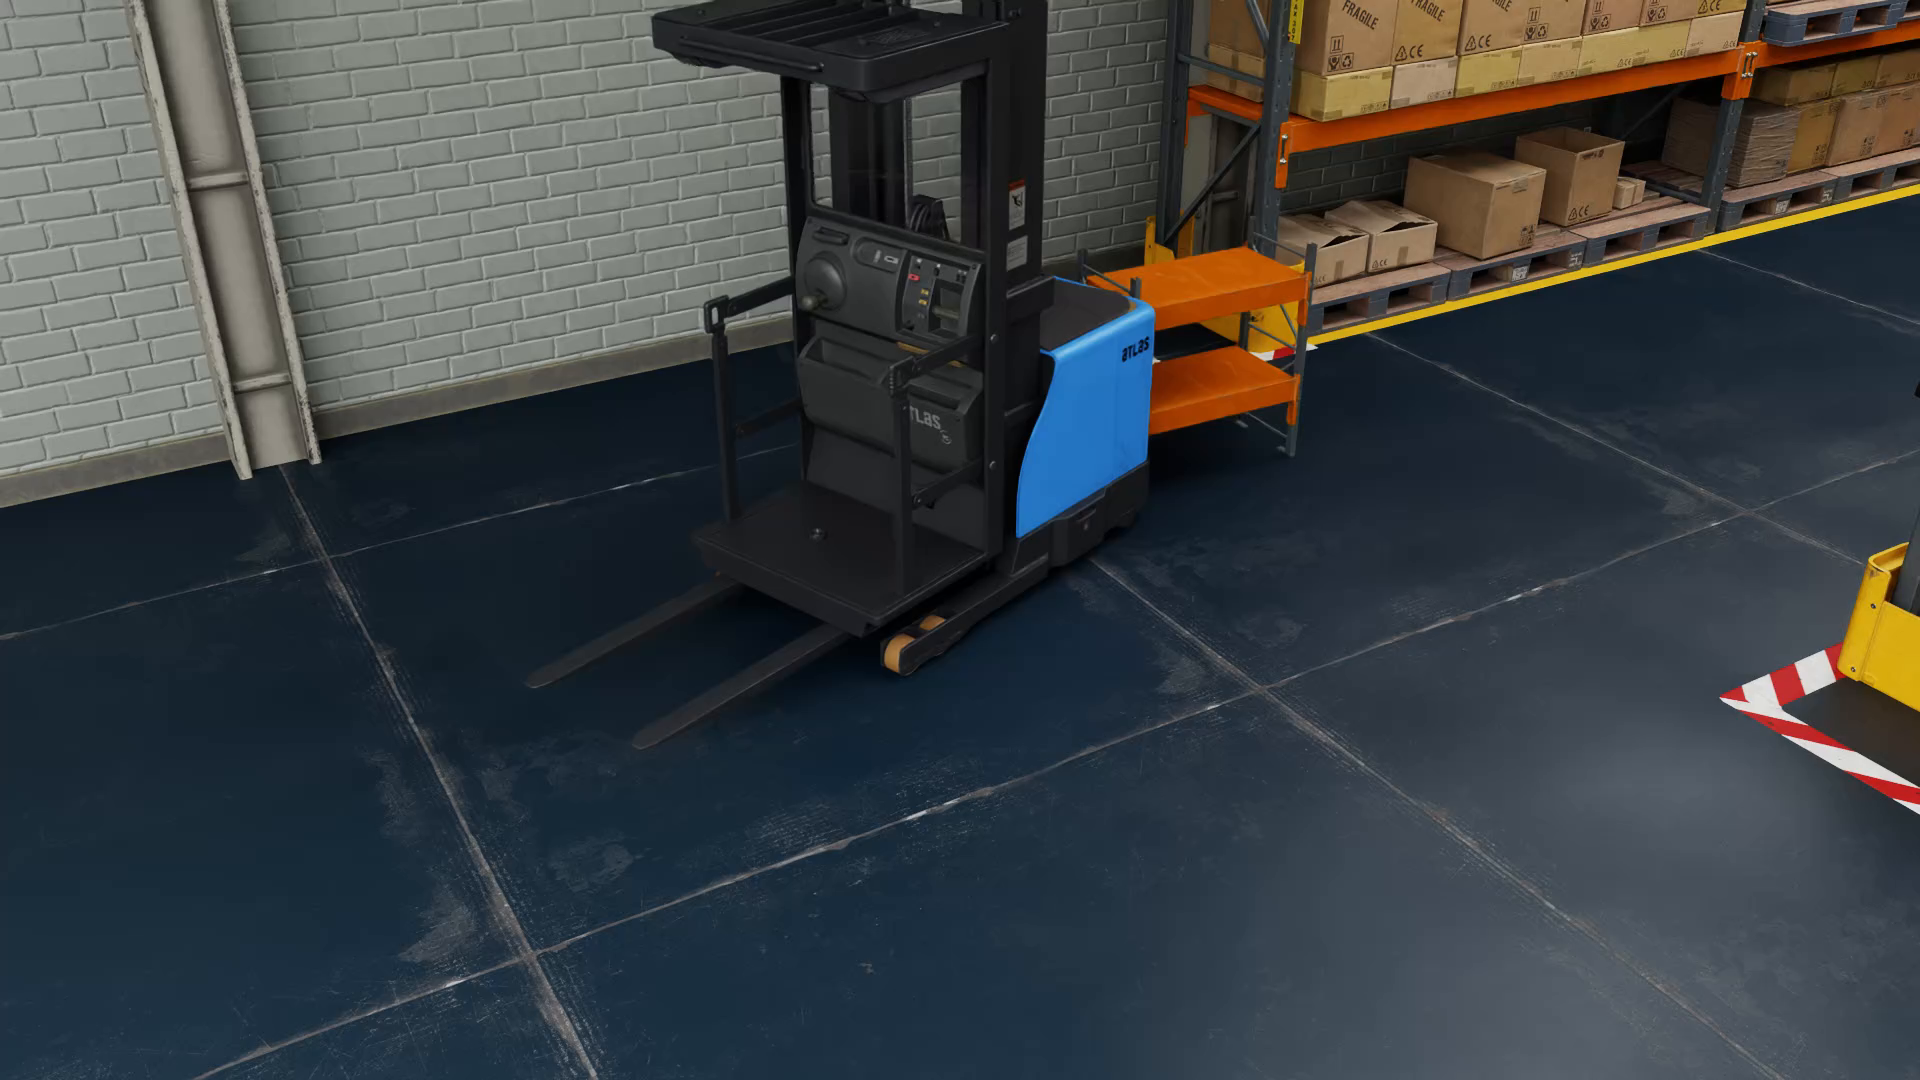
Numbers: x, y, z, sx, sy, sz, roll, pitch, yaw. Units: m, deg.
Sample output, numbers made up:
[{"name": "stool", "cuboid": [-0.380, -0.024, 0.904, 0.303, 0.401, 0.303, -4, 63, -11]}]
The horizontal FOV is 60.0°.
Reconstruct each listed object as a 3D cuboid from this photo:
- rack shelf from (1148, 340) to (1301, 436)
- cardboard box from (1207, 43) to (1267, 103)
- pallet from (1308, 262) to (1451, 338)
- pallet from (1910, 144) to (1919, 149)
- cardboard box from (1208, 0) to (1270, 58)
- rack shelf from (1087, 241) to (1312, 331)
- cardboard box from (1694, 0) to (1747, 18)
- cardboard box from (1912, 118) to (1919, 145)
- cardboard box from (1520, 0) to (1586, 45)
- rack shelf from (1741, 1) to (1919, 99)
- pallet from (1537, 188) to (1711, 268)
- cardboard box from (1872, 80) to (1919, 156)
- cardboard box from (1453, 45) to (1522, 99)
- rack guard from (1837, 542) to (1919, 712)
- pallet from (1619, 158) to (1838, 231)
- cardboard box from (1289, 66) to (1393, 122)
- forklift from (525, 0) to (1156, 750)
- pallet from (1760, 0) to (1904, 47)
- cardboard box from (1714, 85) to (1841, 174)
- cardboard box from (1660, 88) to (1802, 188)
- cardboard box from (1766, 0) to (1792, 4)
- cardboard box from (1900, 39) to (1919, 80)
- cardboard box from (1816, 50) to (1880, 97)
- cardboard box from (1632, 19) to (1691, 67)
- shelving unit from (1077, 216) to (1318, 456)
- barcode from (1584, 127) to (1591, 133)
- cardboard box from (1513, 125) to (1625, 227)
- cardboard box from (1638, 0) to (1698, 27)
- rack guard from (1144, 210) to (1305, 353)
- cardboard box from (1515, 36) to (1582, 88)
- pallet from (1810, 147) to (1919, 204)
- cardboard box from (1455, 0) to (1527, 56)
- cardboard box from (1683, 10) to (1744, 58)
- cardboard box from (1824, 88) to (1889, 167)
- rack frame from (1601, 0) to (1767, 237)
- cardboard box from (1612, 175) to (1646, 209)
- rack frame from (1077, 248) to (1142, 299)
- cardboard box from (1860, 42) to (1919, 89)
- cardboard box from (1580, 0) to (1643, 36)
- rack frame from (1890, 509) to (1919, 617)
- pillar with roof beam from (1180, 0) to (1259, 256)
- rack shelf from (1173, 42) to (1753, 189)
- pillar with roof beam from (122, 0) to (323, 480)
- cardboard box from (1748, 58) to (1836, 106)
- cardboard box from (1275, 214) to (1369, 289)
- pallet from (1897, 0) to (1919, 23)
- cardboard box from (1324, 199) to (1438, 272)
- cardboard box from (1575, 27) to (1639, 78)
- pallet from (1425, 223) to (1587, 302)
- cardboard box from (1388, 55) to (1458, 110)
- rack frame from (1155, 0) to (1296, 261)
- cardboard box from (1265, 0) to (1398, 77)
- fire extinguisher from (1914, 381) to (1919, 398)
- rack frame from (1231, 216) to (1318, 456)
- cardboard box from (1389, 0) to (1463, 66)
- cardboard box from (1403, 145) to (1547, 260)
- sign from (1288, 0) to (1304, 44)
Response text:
[{"name": "rack shelf", "cuboid": [1.141, -0.700, 8.360, 1.000, 0.278, 0.538, -15, 32, -25]}, {"name": "cardboard box", "cuboid": [1.819, -2.800, 9.855, 0.500, 0.250, 0.500, -15, 32, -26]}, {"name": "pallet", "cuboid": [2.298, -1.644, 10.511, 1.213, 0.211, 1.003, -16, 33, -26]}, {"name": "pallet", "cuboid": [7.737, -3.209, 13.346, 1.213, 0.211, 1.003, -16, 33, -26]}, {"name": "cardboard box", "cuboid": [1.813, -3.138, 9.689, 0.500, 0.500, 0.500, -16, 33, -27]}, {"name": "rack shelf", "cuboid": [1.141, -1.170, 8.100, 1.000, 0.278, 0.538, -15, 32, -25]}, {"name": "cardboard box", "cuboid": [4.712, -3.668, 10.651, 0.500, 0.500, 0.500, -16, 33, -26]}, {"name": "cardboard box", "cuboid": [7.314, -3.443, 13.016, 0.500, 0.500, 0.700, -16, 33, -26]}, {"name": "cardboard box", "cuboid": [3.397, -3.297, 9.979, 0.500, 0.500, 0.500, -15, 32, -25]}, {"name": "rack shelf", "cuboid": [6.687, -3.816, 12.305, 4.000, 0.370, 1.077, -16, 33, -26]}, {"name": "pallet", "cuboid": [4.402, -2.241, 11.593, 1.213, 0.211, 1.003, -16, 33, -26]}, {"name": "cardboard box", "cuboid": [6.900, -3.310, 12.774, 0.500, 0.500, 0.700, -16, 33, -27]}, {"name": "cardboard box", "cuboid": [2.978, -2.848, 9.940, 0.500, 0.250, 0.500, -16, 33, -27]}, {"name": "rack guard", "cuboid": [4.006, 0.501, 6.325, 0.348, 0.500, 1.175, -16, 33, -26]}, {"name": "pallet", "cuboid": [5.633, -2.612, 12.264, 1.213, 0.211, 1.003, -16, 33, -26]}, {"name": "cardboard box", "cuboid": [2.096, -2.592, 9.478, 0.500, 0.250, 0.500, -17, 33, -28]}, {"name": "forklift", "cuboid": [-0.432, -1.006, 6.540, 1.130, 2.935, 3.031, 22, 36, 34]}, {"name": "pallet", "cuboid": [5.696, -3.684, 11.519, 1.213, 0.211, 1.003, -16, 33, -26]}, {"name": "cardboard box", "cuboid": [6.009, -3.074, 12.347, 0.500, 0.500, 0.700, -17, 33, -27]}, {"name": "cardboard box", "cuboid": [5.589, -2.927, 12.080, 0.500, 0.500, 0.700, -15, 32, -25]}, {"name": "cardboard box", "cuboid": [5.419, -3.988, 11.313, 0.500, 0.500, 0.700, -16, 33, -26]}, {"name": "cardboard box", "cuboid": [7.294, -3.736, 12.770, 0.500, 0.250, 0.500, -15, 32, -25]}, {"name": "cardboard box", "cuboid": [6.414, -3.493, 12.331, 0.500, 0.250, 0.500, -17, 33, -28]}, {"name": "cardboard box", "cuboid": [4.274, -3.224, 10.621, 0.500, 0.250, 0.500, -16, 33, -26]}, {"name": "shelving unit", "cuboid": [1.141, -0.914, 8.242, 1.048, 1.125, 0.538, -15, 32, -25]}, {"name": "barcode", "cuboid": [4.376, -2.847, 11.606, 0.075, 0.075, 0.001, -16, 33, -26]}, {"name": "cardboard box", "cuboid": [4.088, -2.469, 11.251, 0.500, 0.500, 0.500, -19, 34, -30]}, {"name": "cardboard box", "cuboid": [4.285, -3.544, 10.425, 0.500, 0.500, 0.500, -16, 33, -27]}, {"name": "rack guard", "cuboid": [1.580, -1.586, 10.107, 0.348, 0.500, 1.175, -16, 33, -26]}, {"name": "cardboard box", "cuboid": [3.415, -2.971, 10.163, 0.500, 0.250, 0.500, -16, 32, -26]}, {"name": "pallet", "cuboid": [6.686, -2.912, 12.809, 1.213, 0.211, 1.003, -16, 33, -26]}, {"name": "cardboard box", "cuboid": [2.958, -3.166, 9.741, 0.500, 0.500, 0.500, -17, 33, -28]}, {"name": "cardboard box", "cuboid": [4.708, -3.342, 10.836, 0.500, 0.250, 0.500, -16, 33, -26]}, {"name": "cardboard box", "cuboid": [6.470, -3.182, 12.543, 0.500, 0.500, 0.700, -15, 32, -26]}, {"name": "rack frame", "cuboid": [4.963, -3.641, 11.244, 0.127, 3.000, 1.000, -16, 33, -26]}, {"name": "cardboard box", "cuboid": [4.517, -2.450, 11.562, 0.250, 0.166, 0.380, -21, 35, -33]}, {"name": "rack frame", "cuboid": [0.695, -0.796, 8.029, 0.032, 1.125, 0.500, -15, 32, -25]}, {"name": "cardboard box", "cuboid": [6.853, -3.608, 12.538, 0.500, 0.250, 0.500, -16, 33, -27]}, {"name": "cardboard box", "cuboid": [3.845, -3.425, 10.210, 0.500, 0.500, 0.500, -17, 33, -28]}, {"name": "rack frame", "cuboid": [4.027, -0.599, 5.732, 0.127, 3.000, 1.000, -16, 33, -26]}, {"name": "pillar with roof beam", "cuboid": [3.860, -4.027, 5.734, 0.400, 9.000, 9.100, -16, 33, -26]}, {"name": "rack shelf", "cuboid": [3.239, -2.837, 10.530, 4.000, 0.370, 1.077, -16, 33, -26]}, {"name": "pillar with roof beam", "cuboid": [-1.313, -2.558, 3.072, 0.400, 9.000, 9.100, -16, 33, -26]}, {"name": "cardboard box", "cuboid": [5.967, -3.364, 12.097, 0.500, 0.250, 0.500, -17, 33, -27]}, {"name": "cardboard box", "cuboid": [2.156, -1.809, 10.252, 0.500, 0.311, 0.500, -20, 35, -32]}, {"name": "pallet", "cuboid": [6.726, -4.035, 12.155, 1.213, 0.211, 1.003, -16, 33, -26]}, {"name": "cardboard box", "cuboid": [2.648, -1.949, 10.505, 0.500, 0.311, 0.500, -13, 31, -22]}, {"name": "cardboard box", "cuboid": [3.848, -3.094, 10.387, 0.500, 0.250, 0.500, -16, 33, -27]}, {"name": "pallet", "cuboid": [3.349, -1.941, 11.048, 1.213, 0.211, 1.003, -16, 33, -26]}, {"name": "cardboard box", "cuboid": [2.536, -2.725, 9.719, 0.500, 0.250, 0.500, -17, 33, -28]}, {"name": "rack frame", "cuboid": [1.514, -2.662, 9.469, 0.127, 3.000, 1.000, -16, 33, -26]}, {"name": "cardboard box", "cuboid": [2.078, -2.925, 9.305, 0.500, 0.500, 0.500, -16, 33, -26]}, {"name": "fire extinguisher", "cuboid": [3.690, -0.730, 6.049, 0.183, 0.674, 0.296, -16, 33, -26]}, {"name": "rack frame", "cuboid": [1.588, -1.031, 8.454, 0.032, 1.125, 0.500, -15, 32, -25]}, {"name": "cardboard box", "cuboid": [2.509, -3.042, 9.516, 0.500, 0.500, 0.500, -16, 33, -26]}, {"name": "cardboard box", "cuboid": [3.306, -2.191, 10.747, 0.500, 0.500, 0.700, -18, 34, -29]}, {"name": "sign", "cuboid": [1.789, -2.815, 8.851, 0.005, 0.325, 0.100, -16, 33, -26]}]
